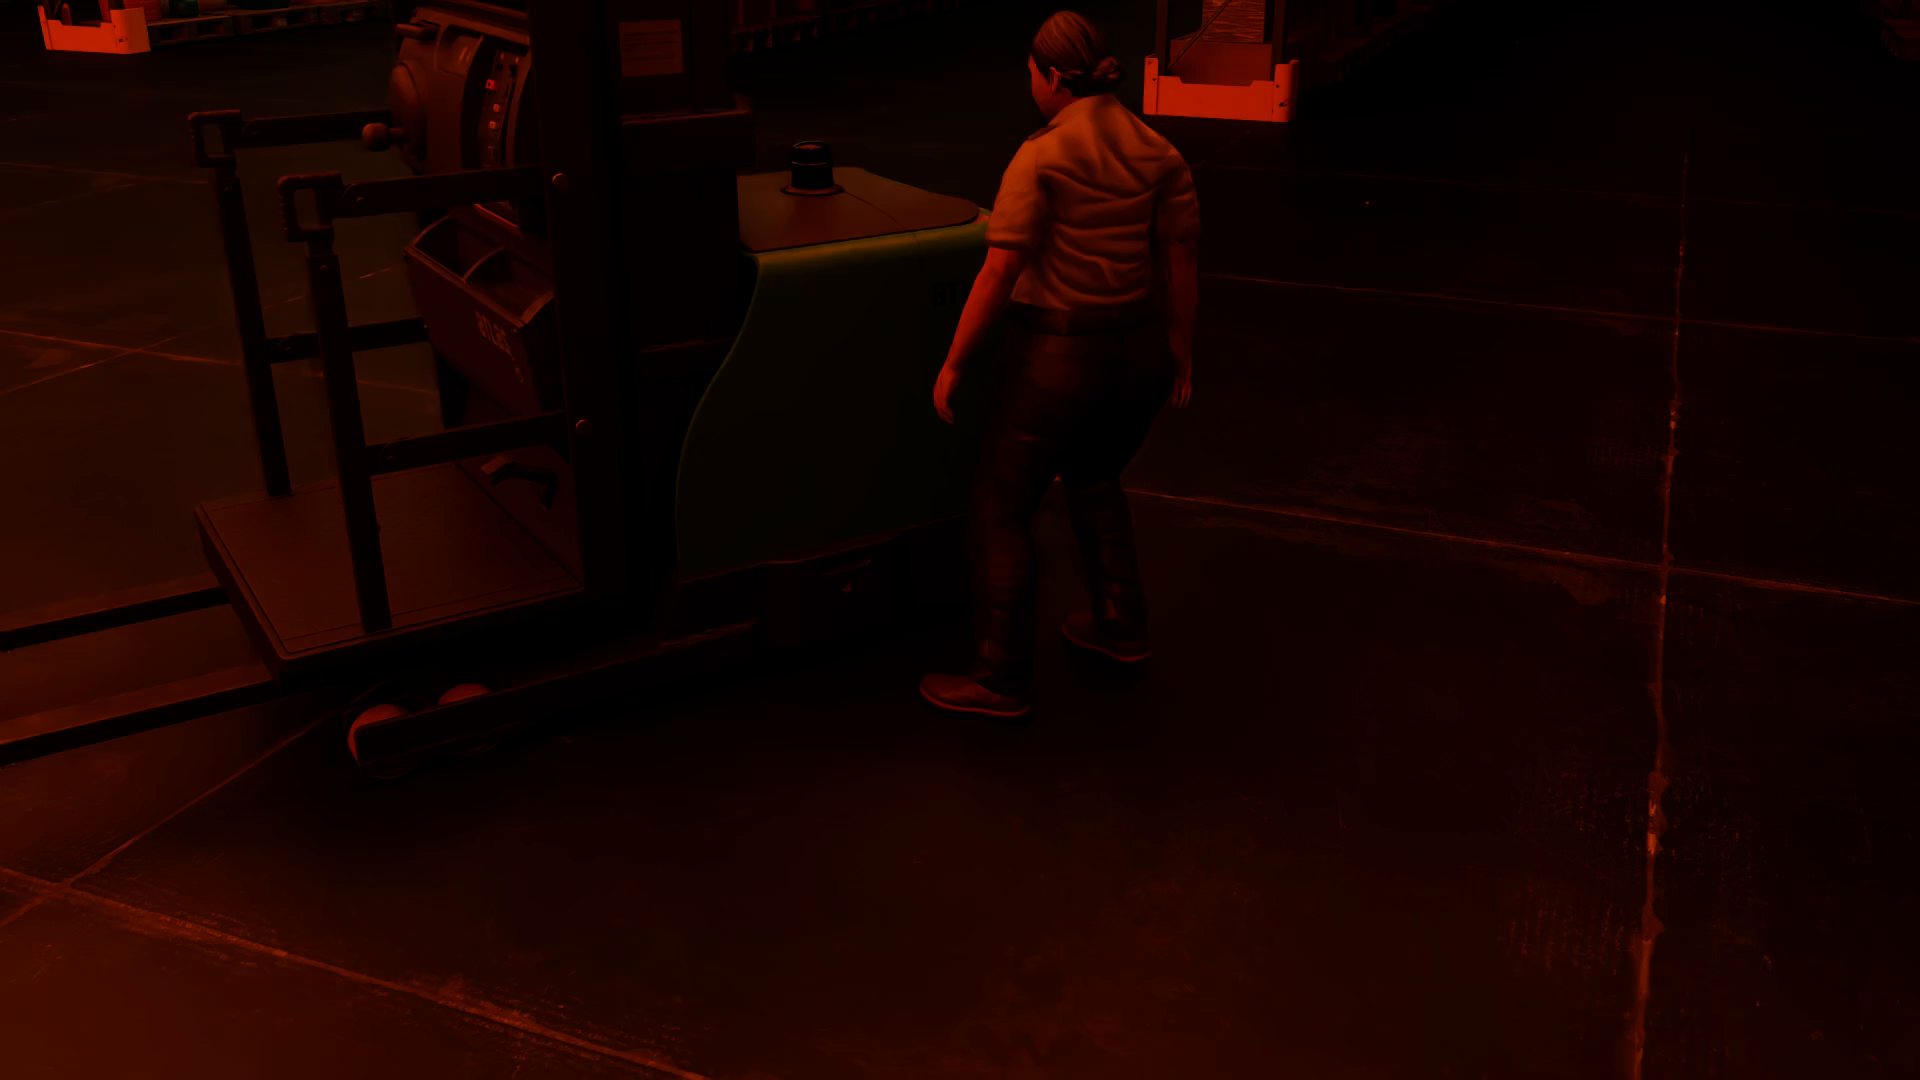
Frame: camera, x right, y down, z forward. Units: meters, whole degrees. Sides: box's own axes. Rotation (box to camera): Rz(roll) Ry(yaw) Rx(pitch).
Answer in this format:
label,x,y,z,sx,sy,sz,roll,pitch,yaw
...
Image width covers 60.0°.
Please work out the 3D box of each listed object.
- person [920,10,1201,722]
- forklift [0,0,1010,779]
label,x,y,z,sx,sy,sz,roll,pitch,yaw
person,0.248,-0.407,3.959,0.740,1.628,0.383,-15,27,-31
forklift,-1.337,-1.040,3.780,3.031,2.935,1.130,-14,26,-30
